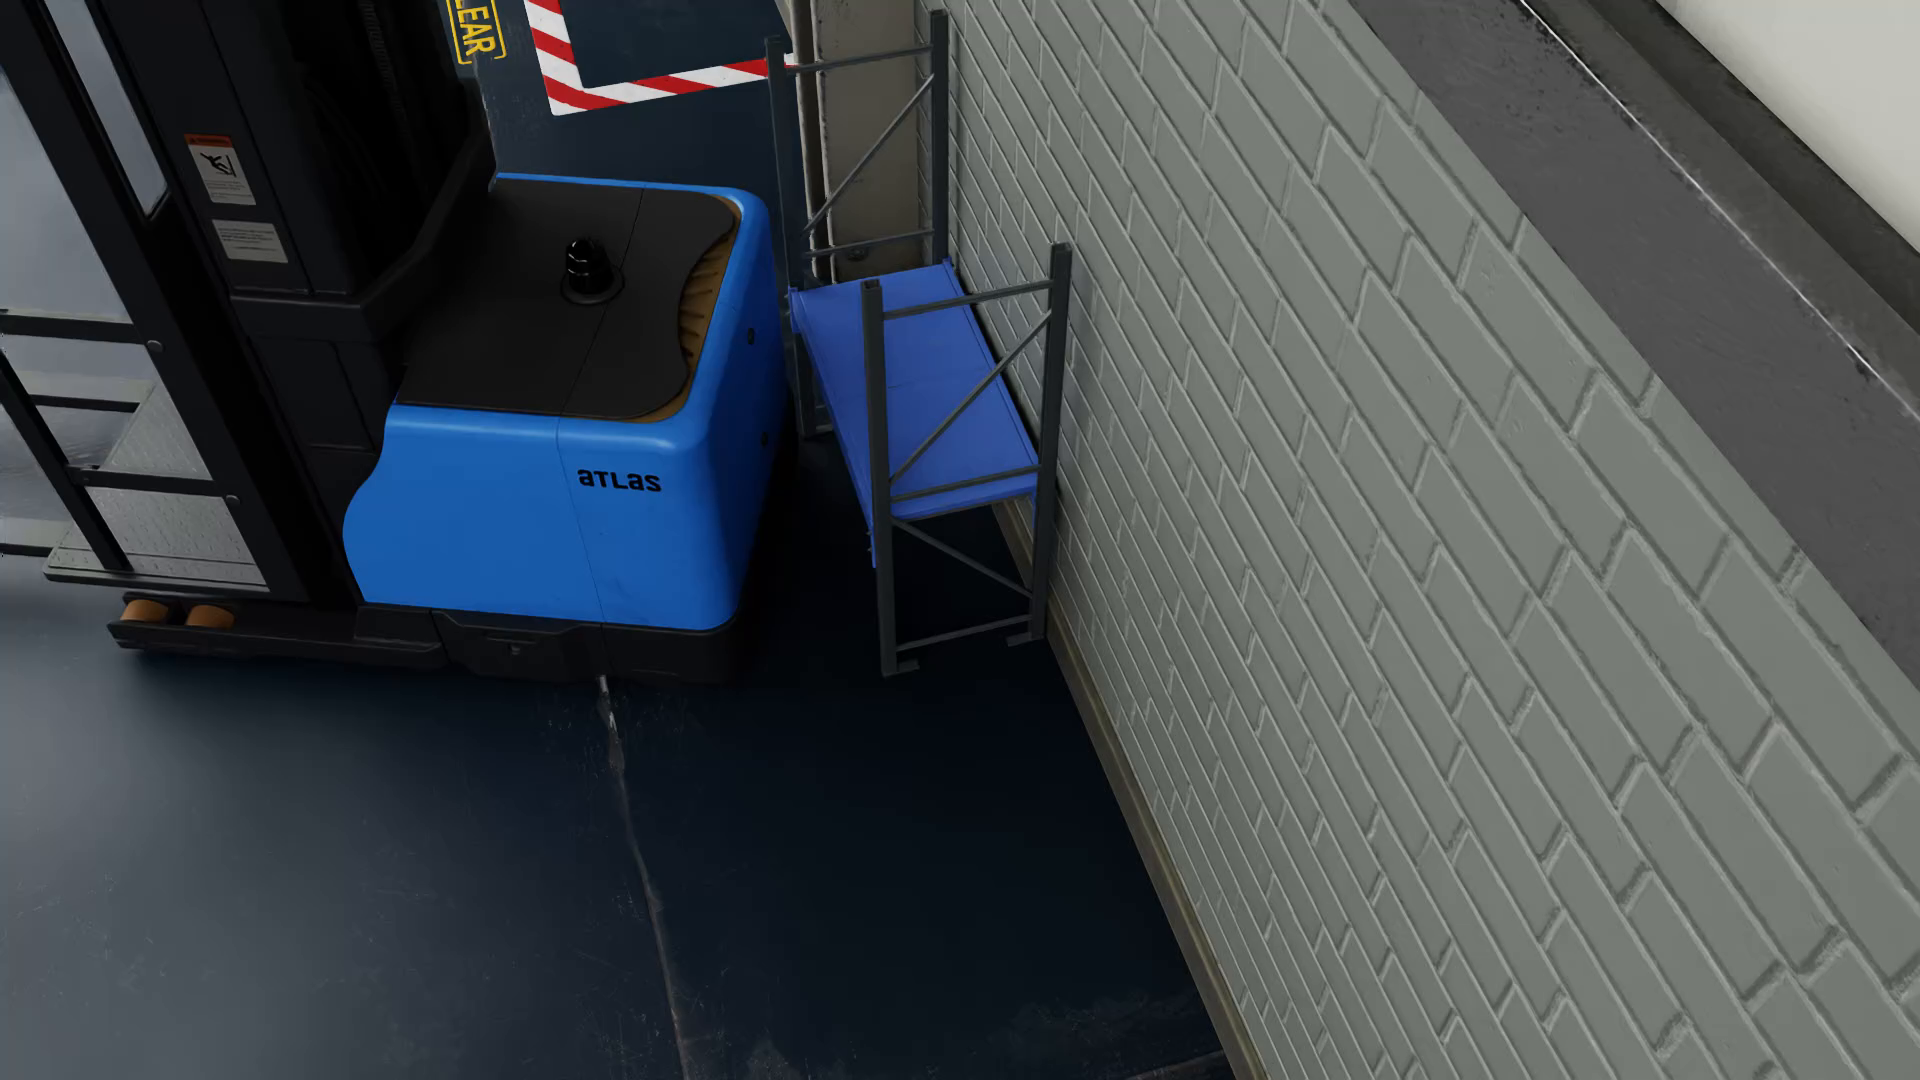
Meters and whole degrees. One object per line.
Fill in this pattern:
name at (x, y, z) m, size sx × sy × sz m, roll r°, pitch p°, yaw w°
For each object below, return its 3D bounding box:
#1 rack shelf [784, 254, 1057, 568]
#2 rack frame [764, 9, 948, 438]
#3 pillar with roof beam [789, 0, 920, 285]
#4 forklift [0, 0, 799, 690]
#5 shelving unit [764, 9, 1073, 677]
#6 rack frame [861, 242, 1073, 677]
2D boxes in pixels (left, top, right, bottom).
rack shelf at (-0.134, -0.401, 4.841) m, size 0.538 × 0.185 × 1.000 m, roll -13°, pitch 51°, yaw -11°
rack frame at (-0.279, -0.890, 5.017) m, size 0.500 × 1.500 × 0.032 m, roll -13°, pitch 51°, yaw -11°
pillar with roof beam at (-4.448, -2.809, 1.733) m, size 9.100 × 9.000 × 0.400 m, roll -13°, pitch 51°, yaw -11°
forklift at (-2.075, -0.995, 4.172) m, size 3.031 × 2.935 × 1.130 m, roll 5°, pitch 50°, yaw 4°
shelving unit at (-0.133, -0.518, 4.704) m, size 0.538 × 1.500 × 1.048 m, roll -13°, pitch 51°, yaw -11°
rack frame at (0.013, -0.145, 4.390) m, size 0.500 × 1.500 × 0.032 m, roll -13°, pitch 51°, yaw -11°
